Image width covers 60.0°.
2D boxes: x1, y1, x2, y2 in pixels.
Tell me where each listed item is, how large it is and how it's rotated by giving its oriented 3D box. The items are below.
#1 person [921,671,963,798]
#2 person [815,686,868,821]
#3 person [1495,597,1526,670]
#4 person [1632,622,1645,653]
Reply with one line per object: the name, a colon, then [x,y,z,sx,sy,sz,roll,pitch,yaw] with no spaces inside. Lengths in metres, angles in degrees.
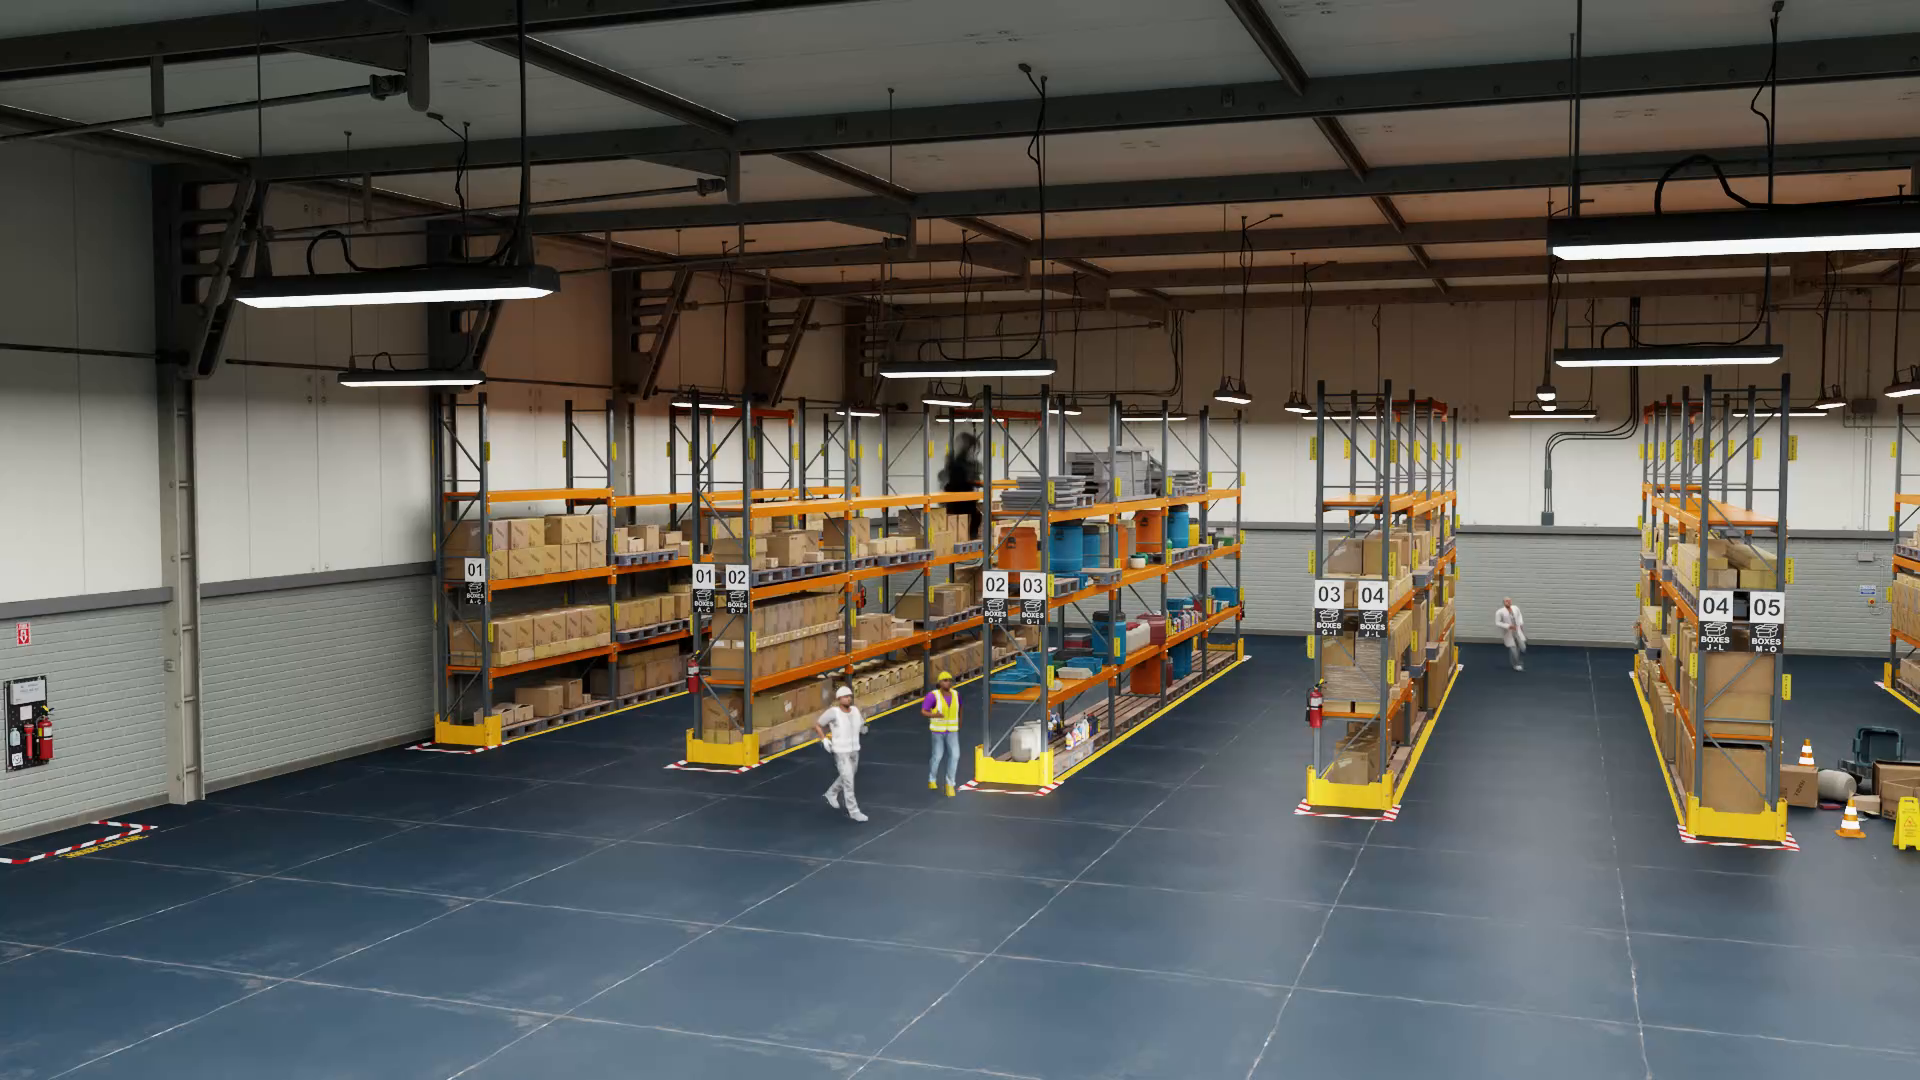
person: [-0.230,2.828,24.289,0.707,1.824,0.663,-1,3,-18]
person: [-1.558,2.875,22.639,1.003,1.765,0.685,3,4,44]
person: [12.534,2.128,37.825,0.756,1.690,0.610,0,3,-6]
person: [15.746,2.108,37.983,0.665,1.728,0.762,0,3,-6]
